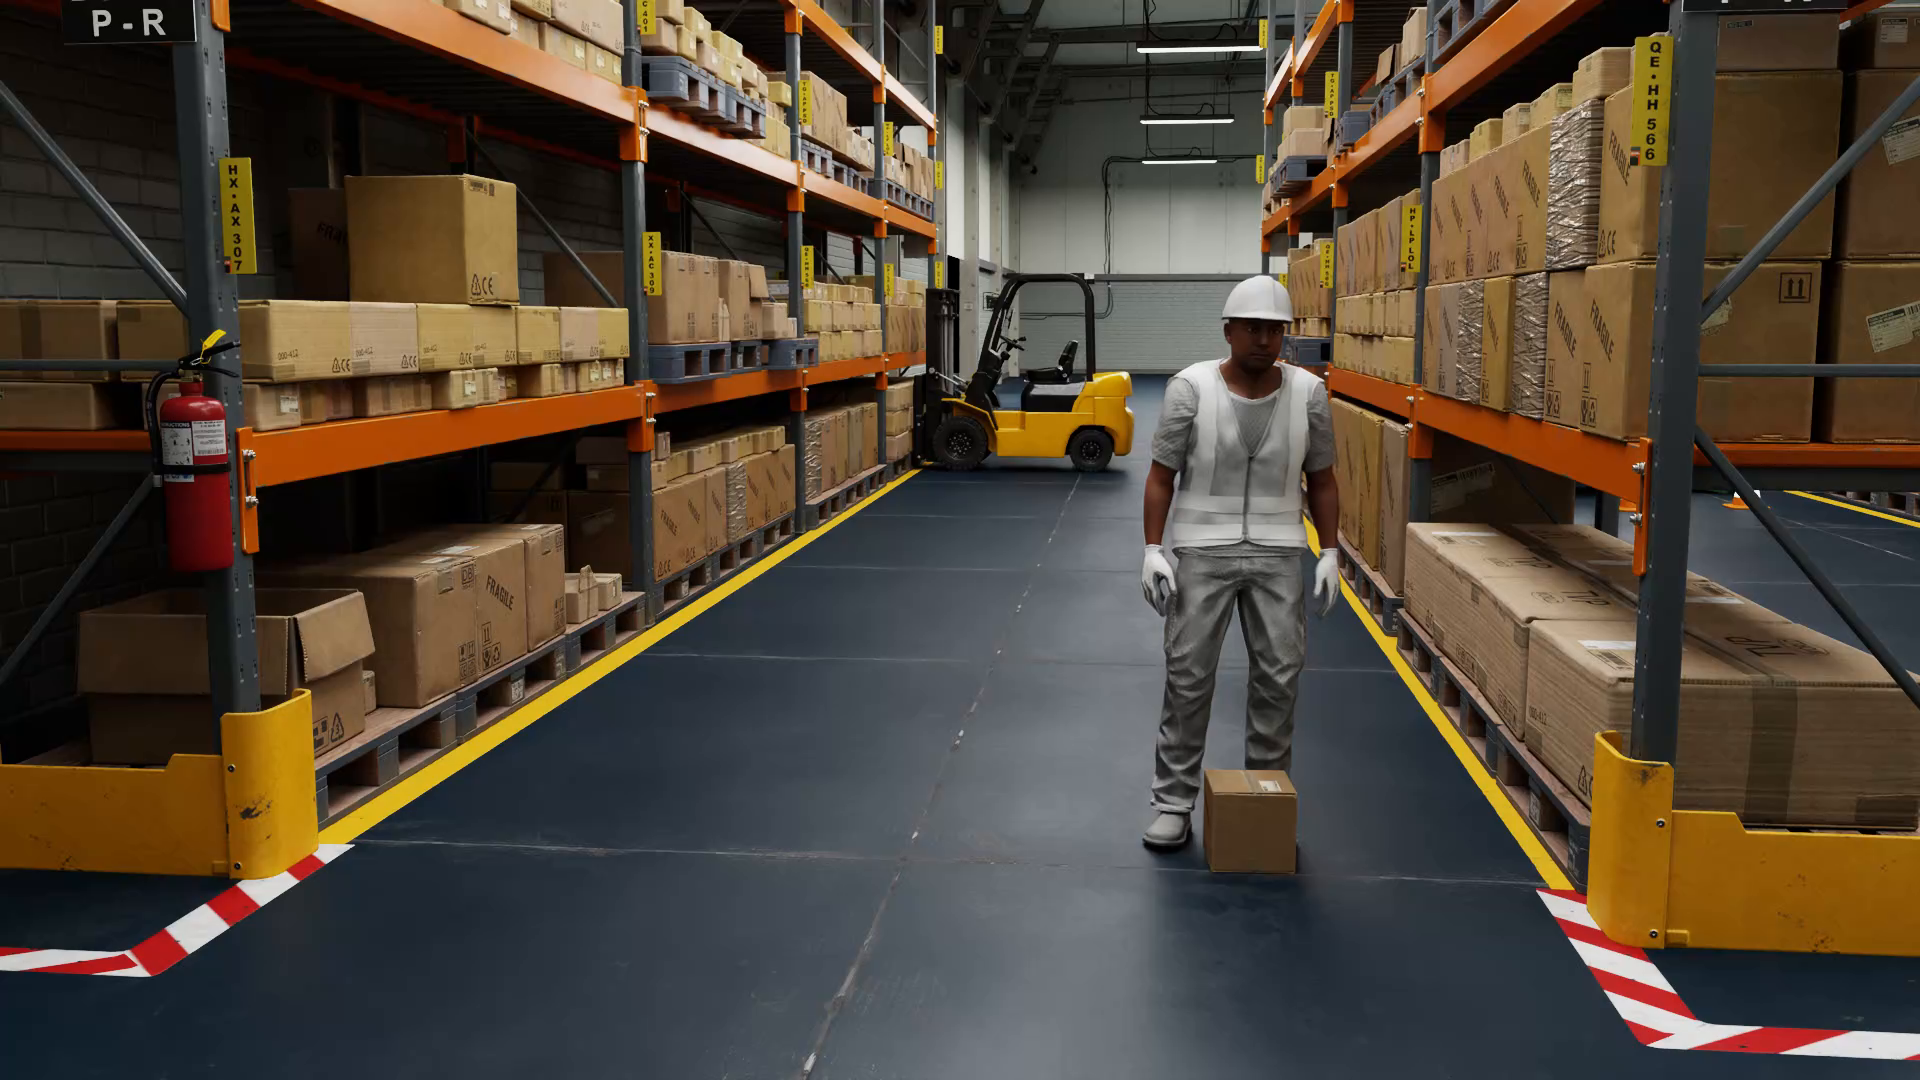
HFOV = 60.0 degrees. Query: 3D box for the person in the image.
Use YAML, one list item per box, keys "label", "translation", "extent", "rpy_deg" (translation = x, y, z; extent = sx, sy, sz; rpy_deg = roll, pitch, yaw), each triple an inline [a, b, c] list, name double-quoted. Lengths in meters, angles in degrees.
- label: "person"
  translation: [0.879, 0.072, 5.200]
  extent: [0.627, 1.774, 0.450]
  rpy_deg: [0, 7, 1]
